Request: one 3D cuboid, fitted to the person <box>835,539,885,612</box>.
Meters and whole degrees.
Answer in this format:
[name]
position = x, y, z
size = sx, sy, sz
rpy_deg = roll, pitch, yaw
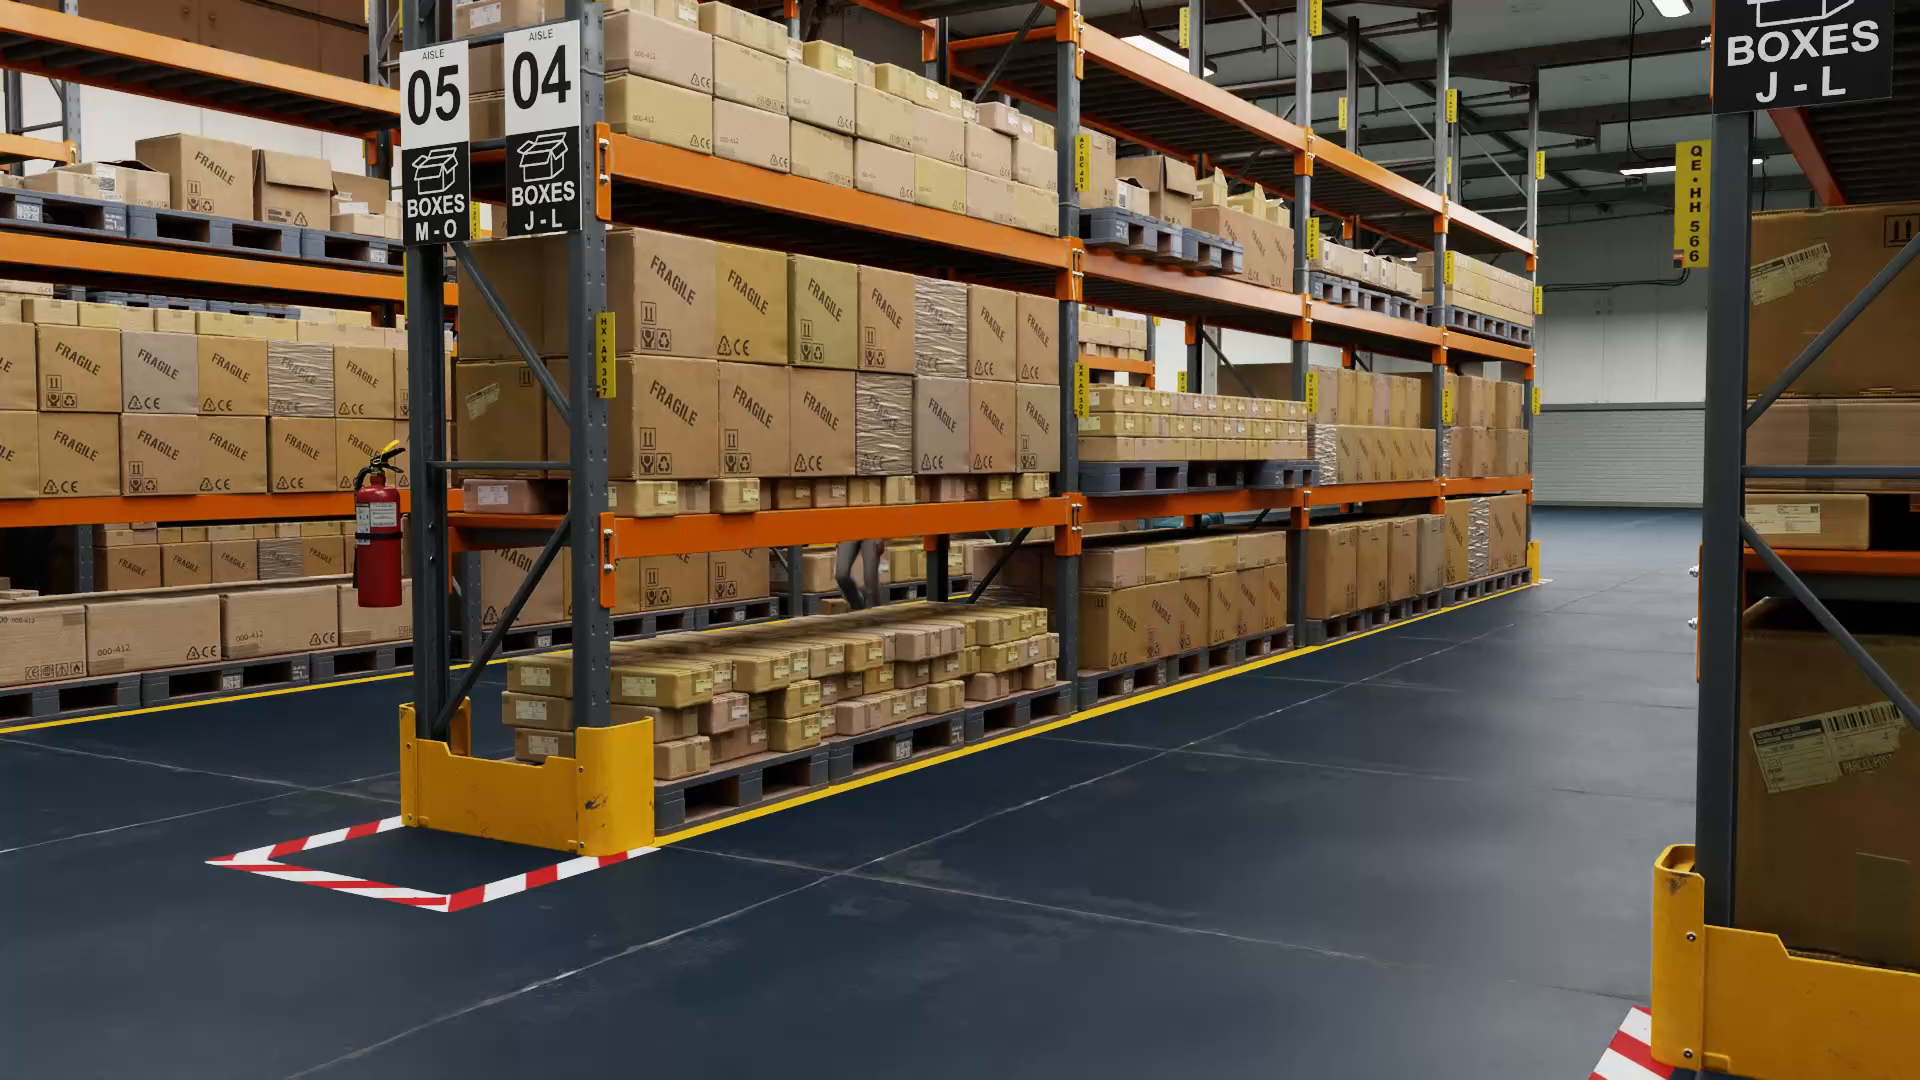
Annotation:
[person]
position = -0.842, -0.039, 14.411
size = 0.476, 1.654, 0.494
rpy_deg = 1, 3, 15
